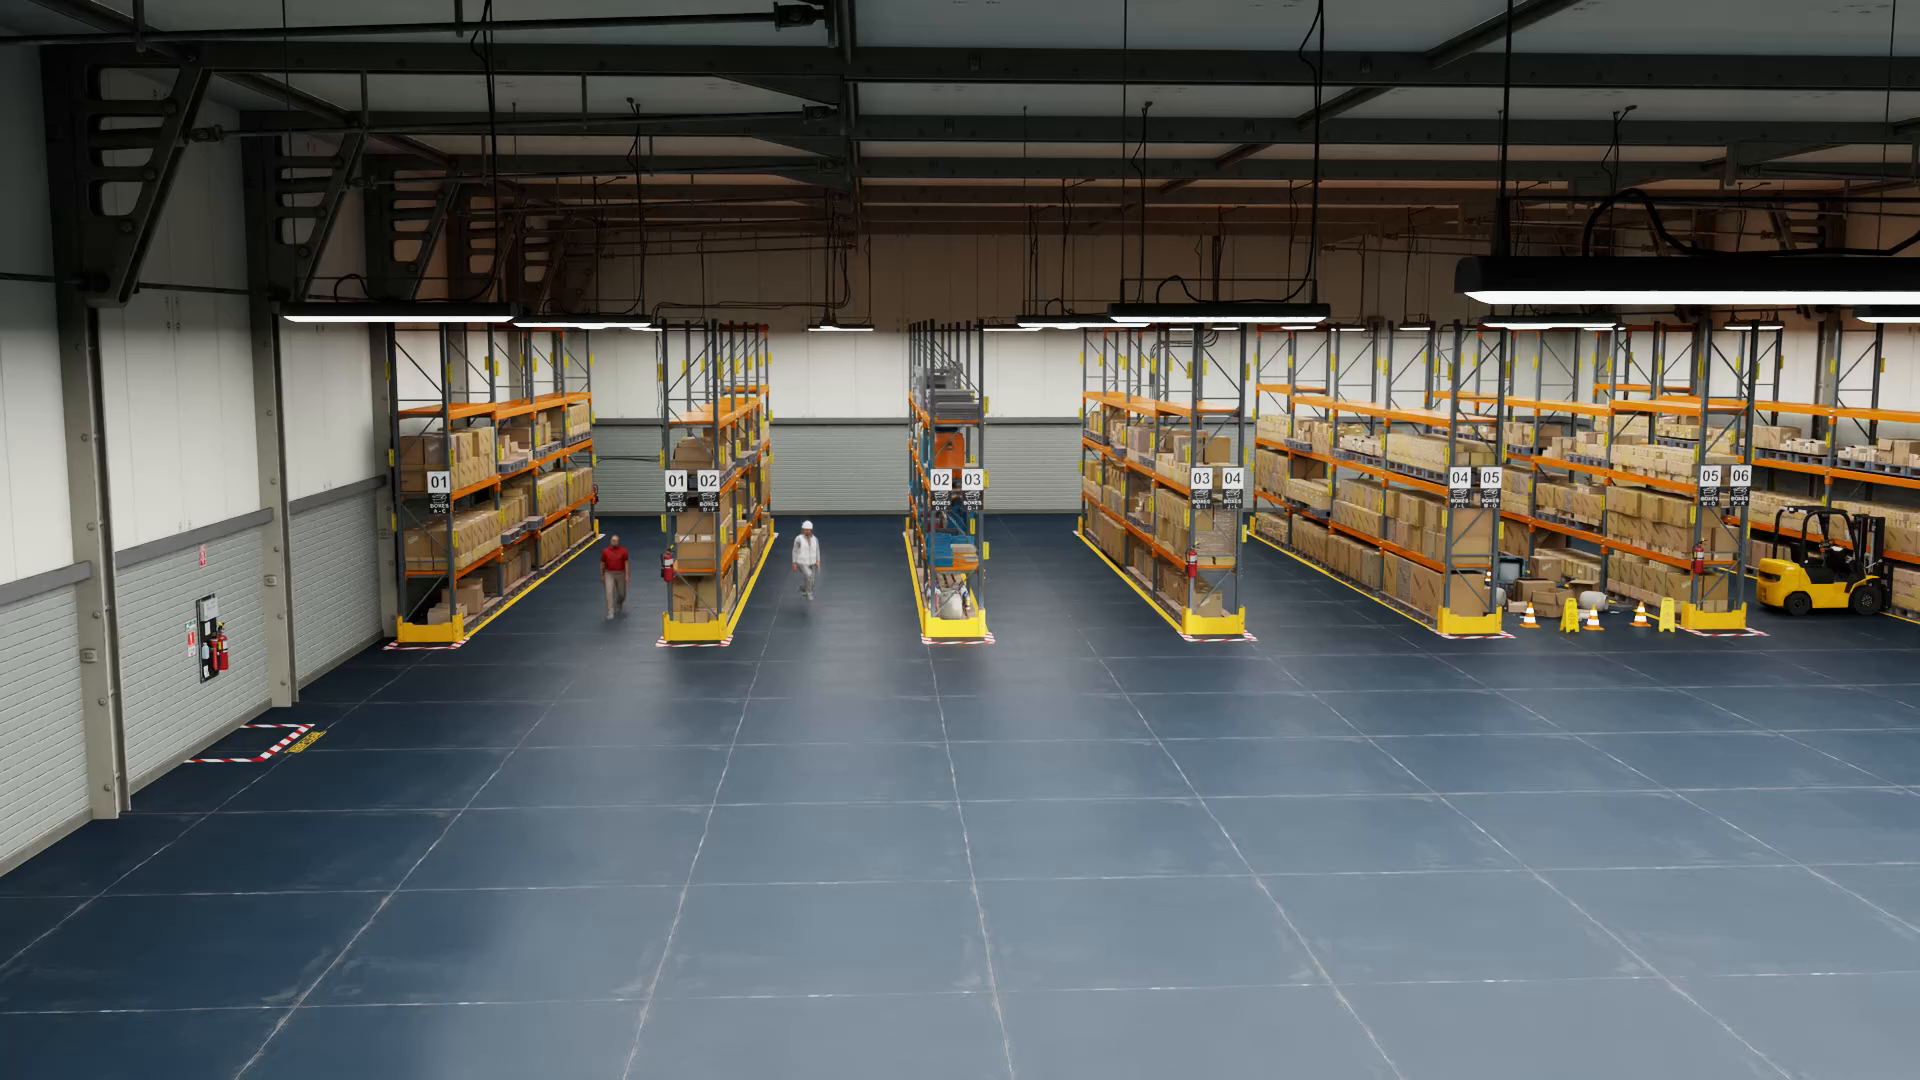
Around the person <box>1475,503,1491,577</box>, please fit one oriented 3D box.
[{"bbox_3d":[12.292,0.016,39.243,0.573,1.787,0.421,-4,8,-30],"label":"person"}]

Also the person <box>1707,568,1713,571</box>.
[{"bbox_3d":[17.791,0.012,39.689,0.451,1.691,0.543,-3,8,-20],"label":"person"}]

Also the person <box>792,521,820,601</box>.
[{"bbox_3d":[-3.147,0.410,34.396,0.558,1.604,1.039,-5,9,-38],"label":"person"}]

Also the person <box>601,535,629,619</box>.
[{"bbox_3d":[-7.007,0.721,33.782,0.554,1.664,1.026,-3,8,-21],"label":"person"}]
